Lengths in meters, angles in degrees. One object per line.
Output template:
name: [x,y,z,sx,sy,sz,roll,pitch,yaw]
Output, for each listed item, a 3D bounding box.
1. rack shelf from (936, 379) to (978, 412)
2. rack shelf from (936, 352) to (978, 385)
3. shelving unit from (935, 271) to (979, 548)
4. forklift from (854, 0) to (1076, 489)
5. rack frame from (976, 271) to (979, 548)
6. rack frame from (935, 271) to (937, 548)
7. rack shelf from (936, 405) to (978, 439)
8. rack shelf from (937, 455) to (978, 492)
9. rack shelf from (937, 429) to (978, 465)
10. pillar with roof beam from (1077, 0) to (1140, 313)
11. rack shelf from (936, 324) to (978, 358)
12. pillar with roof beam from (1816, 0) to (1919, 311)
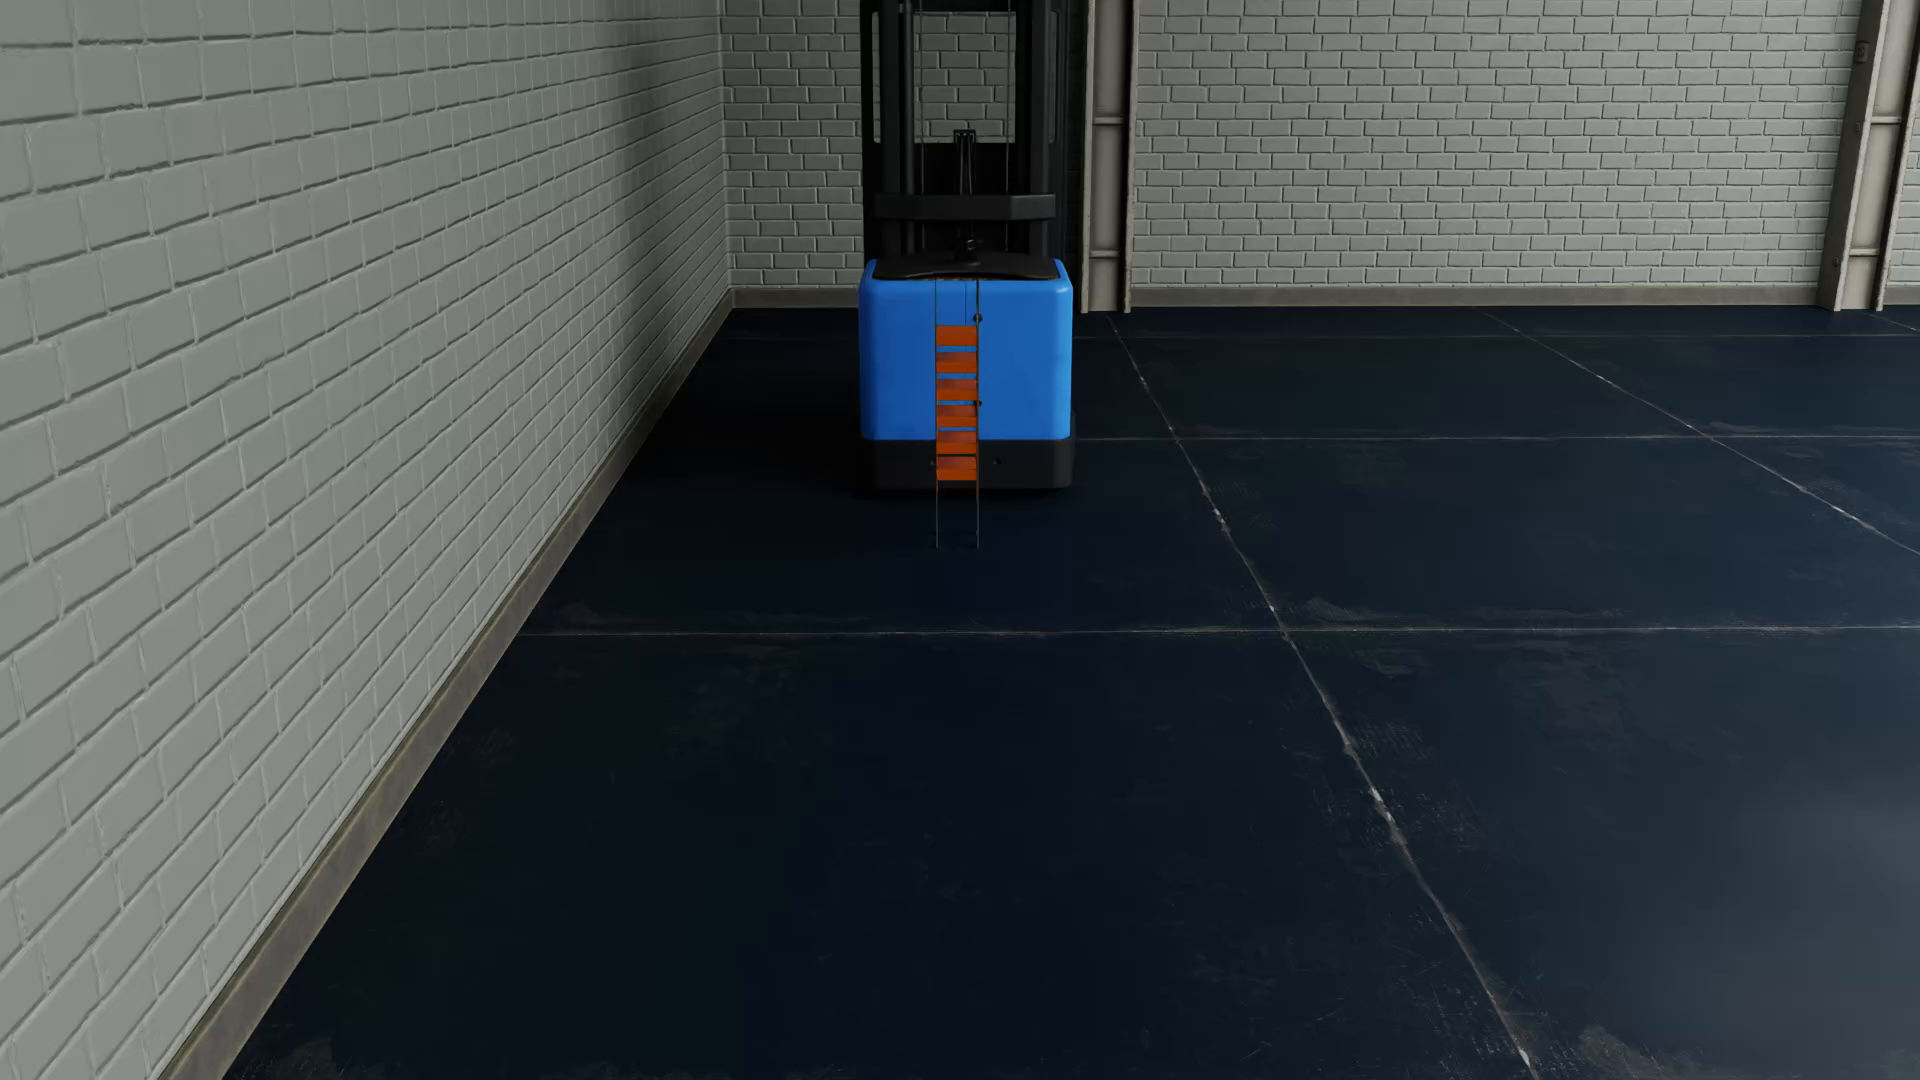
rack shelf: [-0.014,-0.643,7.341,0.180,0.103,0.258,0,18,-1]
rack shelf: [-0.014,-0.757,7.304,0.180,0.103,0.258,0,18,-1]
shelving unit: [-0.014,-0.571,7.364,0.189,1.200,0.258,0,18,-1]
forklift: [0.022,-2.039,9.105,1.130,2.935,3.031,0,18,0]
rack frame: [0.077,-0.572,7.365,0.006,1.200,0.240,0,18,-1]
rack frame: [-0.106,-0.571,7.363,0.006,1.200,0.240,0,18,-1]
rack shelf: [-0.014,-0.529,7.378,0.180,0.103,0.258,0,18,-1]
rack shelf: [-0.014,-0.300,7.451,0.180,0.103,0.258,0,18,-1]
rack shelf: [-0.014,-0.415,7.414,0.180,0.103,0.258,0,18,-1]
pillar with roof beam: [1.215,-4.813,7.818,0.400,9.000,9.100,0,18,-1]
rack shelf: [-0.014,-0.872,7.268,0.180,0.103,0.258,0,18,-1]
pillar with roof beam: [7.214,-4.842,7.909,0.400,9.000,9.100,0,18,-1]
